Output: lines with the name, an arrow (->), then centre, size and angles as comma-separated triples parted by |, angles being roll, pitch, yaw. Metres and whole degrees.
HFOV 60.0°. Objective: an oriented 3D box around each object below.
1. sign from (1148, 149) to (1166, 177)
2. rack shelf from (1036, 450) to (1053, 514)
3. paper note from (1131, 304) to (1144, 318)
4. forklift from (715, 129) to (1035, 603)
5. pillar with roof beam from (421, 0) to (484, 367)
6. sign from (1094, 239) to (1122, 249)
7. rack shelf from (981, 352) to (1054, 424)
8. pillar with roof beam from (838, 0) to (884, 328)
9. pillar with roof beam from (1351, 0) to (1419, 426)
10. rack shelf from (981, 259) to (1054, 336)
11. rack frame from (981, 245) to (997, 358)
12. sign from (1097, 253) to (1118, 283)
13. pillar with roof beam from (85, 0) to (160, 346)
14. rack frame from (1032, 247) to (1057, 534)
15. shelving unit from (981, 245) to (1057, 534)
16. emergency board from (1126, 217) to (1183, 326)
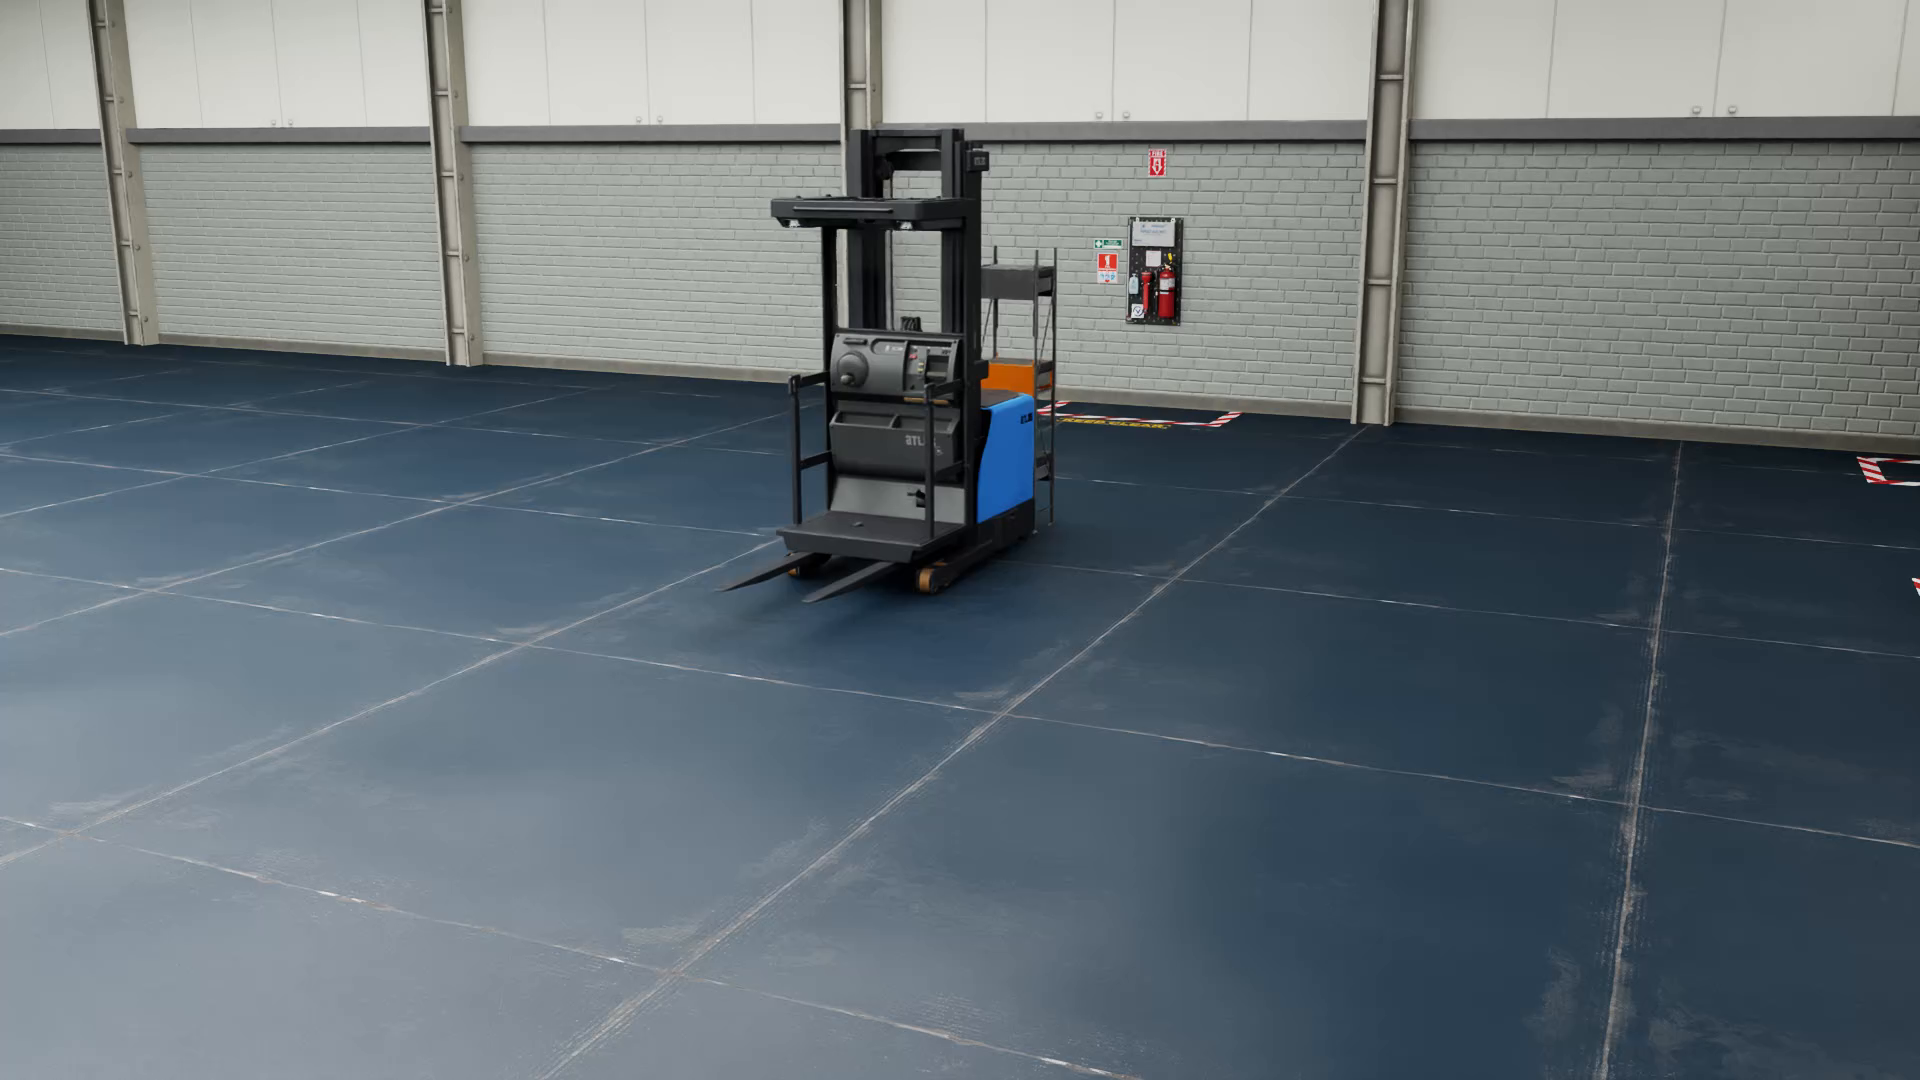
sign -> 2.139, -4.087, 18.033 | 0.199, 0.298, 0.001 | 6, 14, 23
rack shelf -> 0.409, -0.436, 12.642 | 0.480, 0.518, 0.431 | 6, 15, 24
paper note -> 1.972, -2.539, 18.438 | 0.142, 0.148, 0.016 | 6, 14, 23
forklift -> -0.530, -1.192, 10.920 | 1.130, 2.935, 3.031 | 6, 15, 24
pillar with roof beam -> -8.365, -5.832, 17.412 | 0.400, 9.000, 9.100 | 6, 14, 23
sign -> 1.643, -3.283, 18.441 | 0.331, 0.109, 0.001 | 6, 14, 23
rack shelf -> 0.409, -1.118, 12.482 | 0.480, 0.518, 0.431 | 6, 15, 24
pillar with roof beam -> -2.880, -5.277, 15.046 | 0.400, 9.000, 9.100 | 6, 14, 23
pillar with roof beam -> 2.606, -4.722, 12.680 | 0.400, 9.000, 9.100 | 6, 14, 23
rack shelf -> 0.409, -1.799, 12.322 | 0.480, 0.518, 0.431 | 6, 15, 24
rack frame -> 0.189, -1.155, 12.580 | 0.015, 2.100, 0.400 | 6, 15, 24
sign -> 1.642, -3.027, 18.512 | 0.234, 0.329, 0.001 | 6, 14, 23
pillar with roof beam -> -13.851, -6.388, 19.778 | 0.400, 9.000, 9.100 | 6, 14, 23
rack frame -> 0.630, -1.107, 12.378 | 0.015, 2.100, 0.400 | 6, 15, 24
shelving unit -> 0.409, -1.131, 12.479 | 0.503, 2.100, 0.431 | 6, 15, 24
emergency board -> 2.106, -2.937, 18.206 | 0.643, 1.169, 0.194 | 6, 14, 23
